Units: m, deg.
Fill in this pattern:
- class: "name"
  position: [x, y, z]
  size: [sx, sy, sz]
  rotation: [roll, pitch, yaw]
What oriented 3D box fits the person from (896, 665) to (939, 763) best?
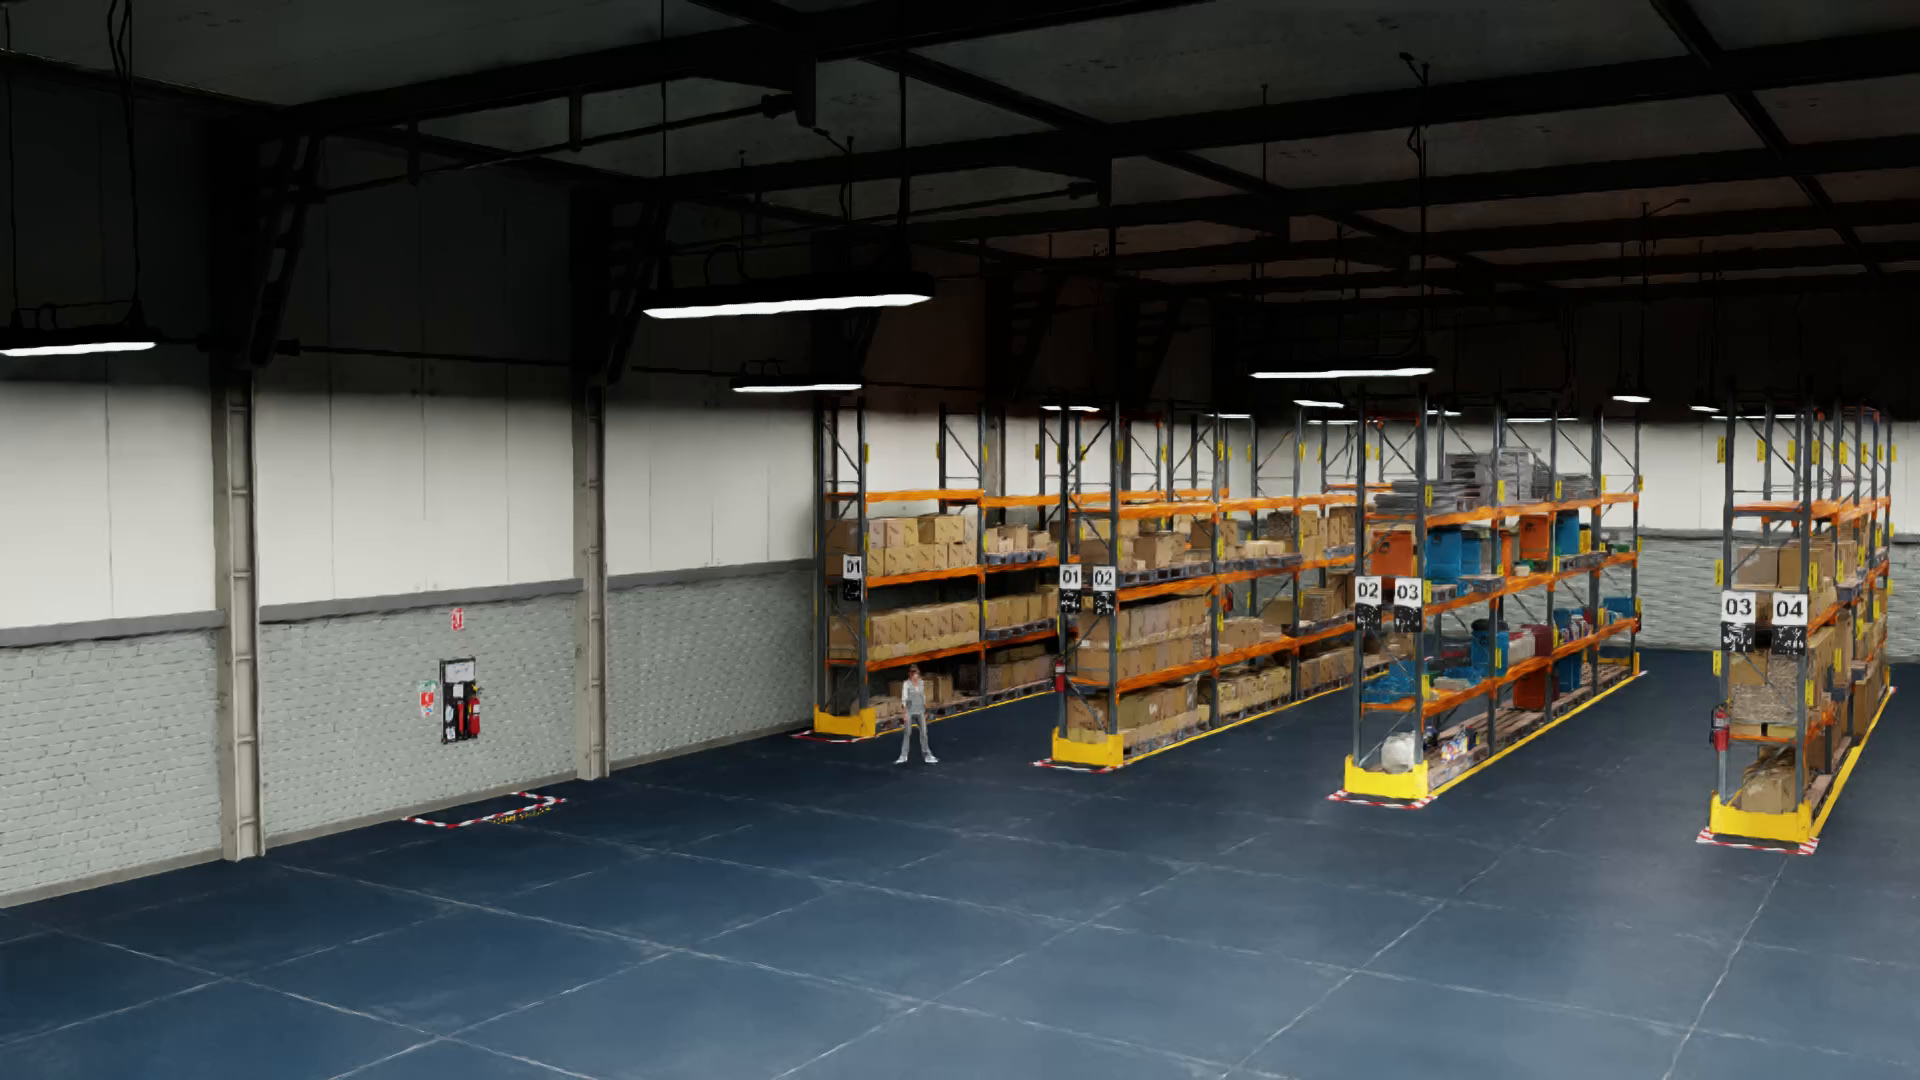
- class: "person"
  position: [-0.708, 2.790, 26.738]
  size: [0.609, 1.592, 0.495]
  rotation: [-2, 3, -27]
